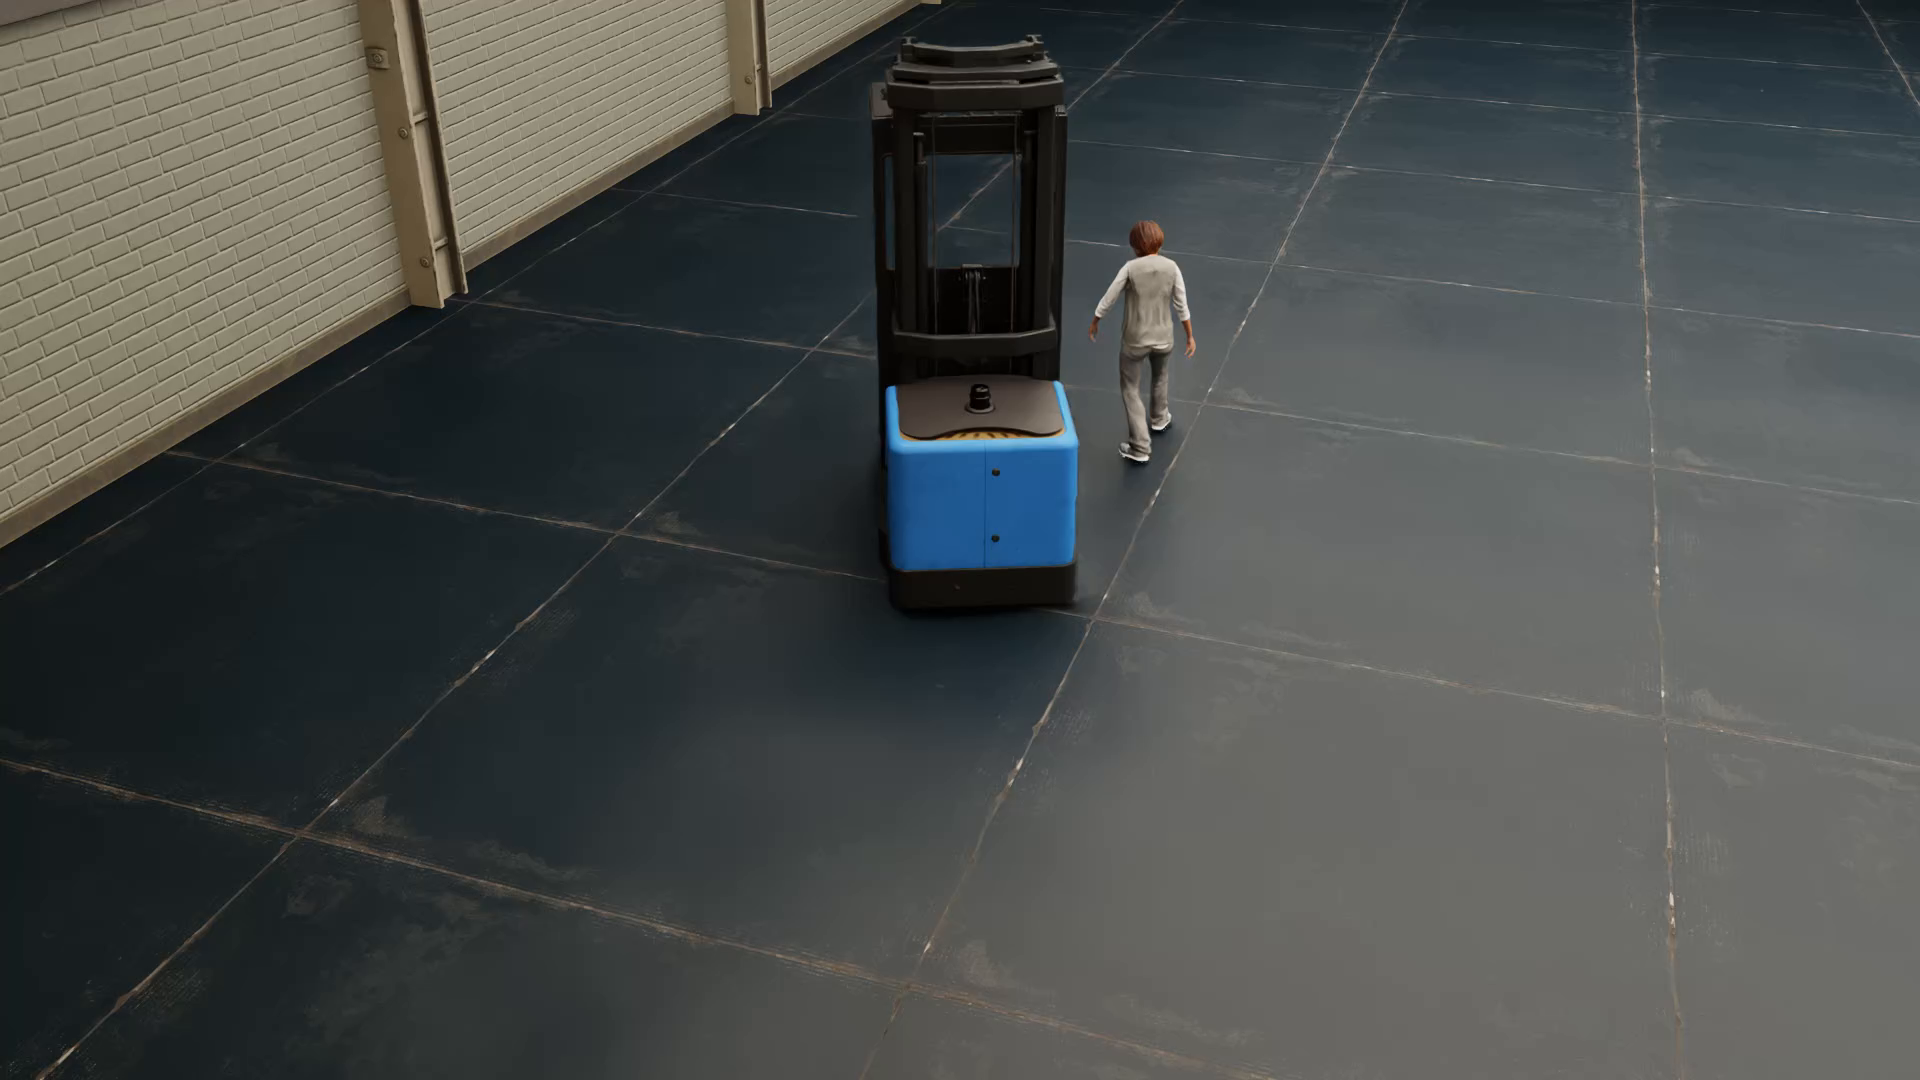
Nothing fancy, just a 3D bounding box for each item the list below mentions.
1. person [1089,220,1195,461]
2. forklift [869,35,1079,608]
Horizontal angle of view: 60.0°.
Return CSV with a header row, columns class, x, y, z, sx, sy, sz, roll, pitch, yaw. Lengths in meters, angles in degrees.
class,x,y,z,sx,sy,sz,roll,pitch,yaw
person,1.195,-1.329,10.866,0.666,1.555,0.672,-6,30,-10
forklift,0.038,-1.591,9.928,1.130,2.935,3.031,-2,30,-3
